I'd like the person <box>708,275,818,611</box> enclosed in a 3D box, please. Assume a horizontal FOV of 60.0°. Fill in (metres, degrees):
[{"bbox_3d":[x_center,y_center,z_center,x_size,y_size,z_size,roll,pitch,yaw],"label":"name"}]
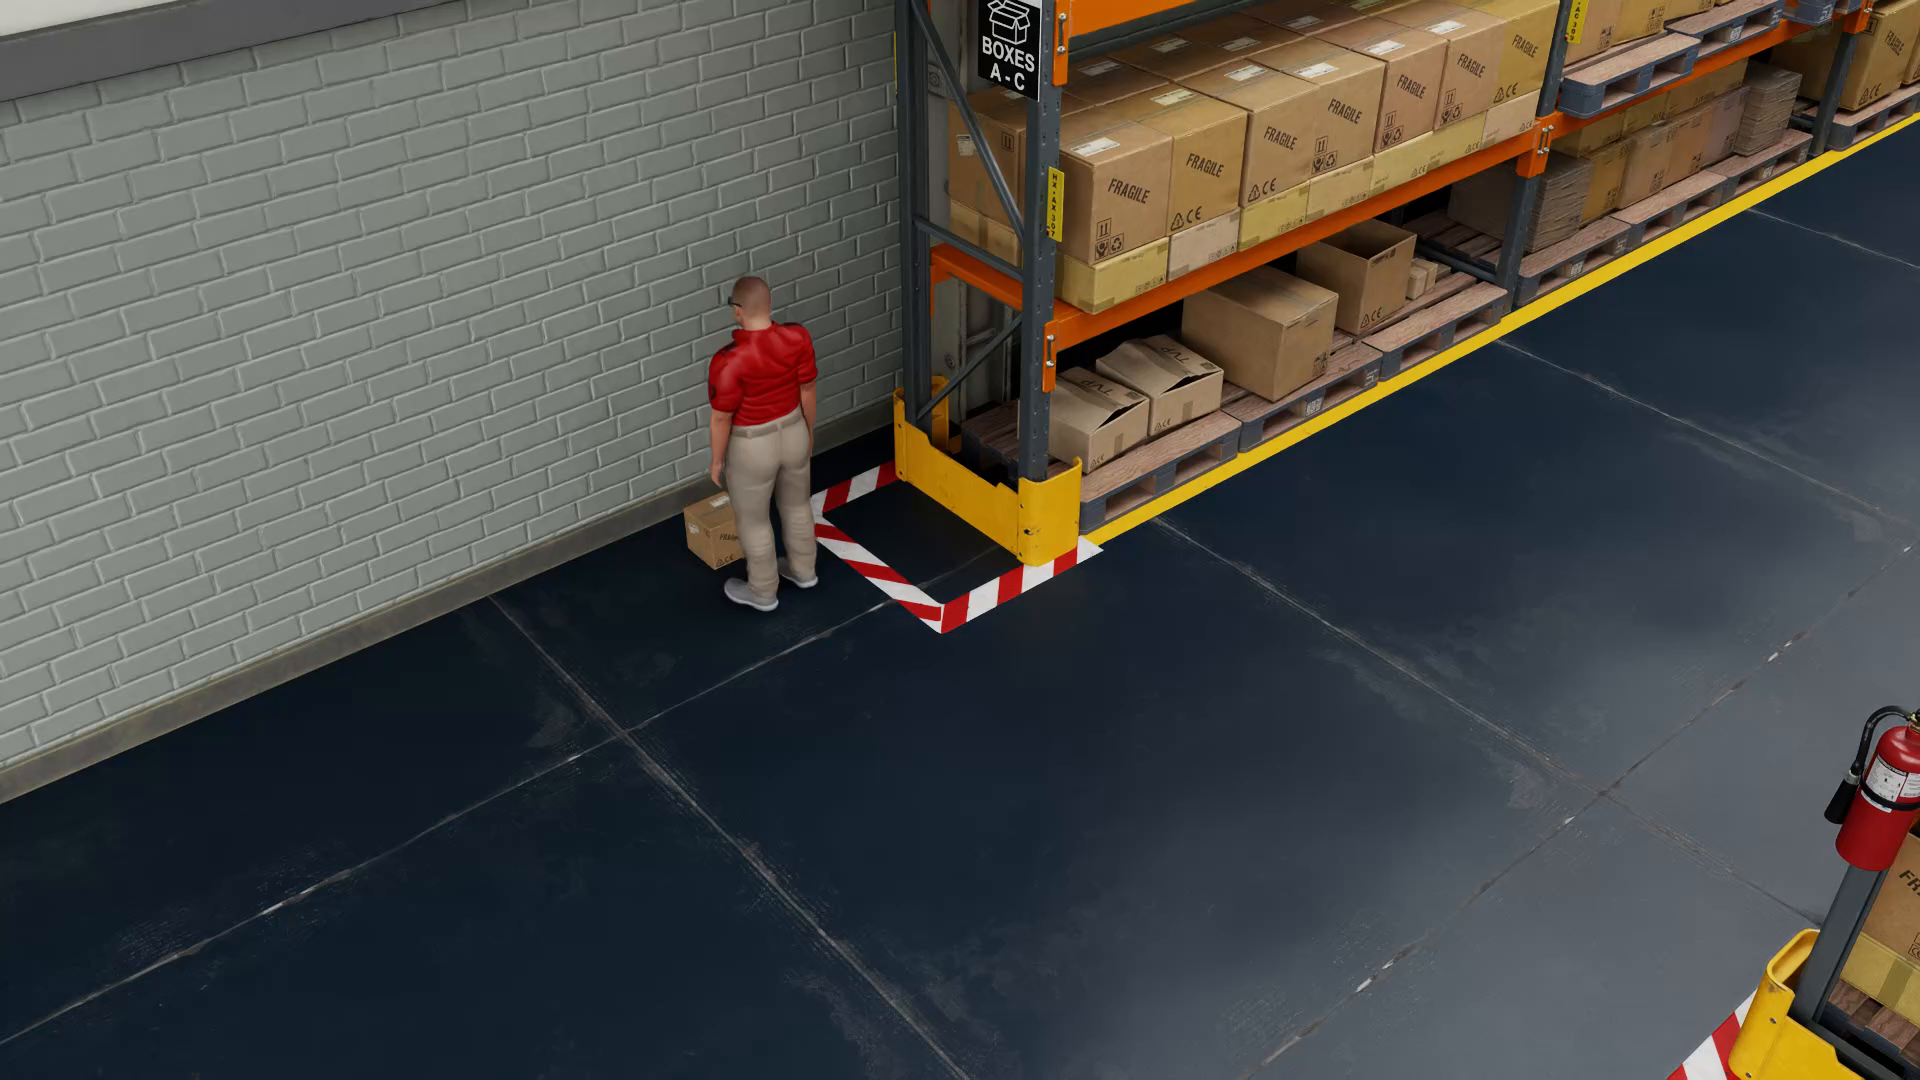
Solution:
[{"bbox_3d":[-0.934,-0.434,7.705,0.546,1.760,0.402,-25,43,-31],"label":"person"}]
